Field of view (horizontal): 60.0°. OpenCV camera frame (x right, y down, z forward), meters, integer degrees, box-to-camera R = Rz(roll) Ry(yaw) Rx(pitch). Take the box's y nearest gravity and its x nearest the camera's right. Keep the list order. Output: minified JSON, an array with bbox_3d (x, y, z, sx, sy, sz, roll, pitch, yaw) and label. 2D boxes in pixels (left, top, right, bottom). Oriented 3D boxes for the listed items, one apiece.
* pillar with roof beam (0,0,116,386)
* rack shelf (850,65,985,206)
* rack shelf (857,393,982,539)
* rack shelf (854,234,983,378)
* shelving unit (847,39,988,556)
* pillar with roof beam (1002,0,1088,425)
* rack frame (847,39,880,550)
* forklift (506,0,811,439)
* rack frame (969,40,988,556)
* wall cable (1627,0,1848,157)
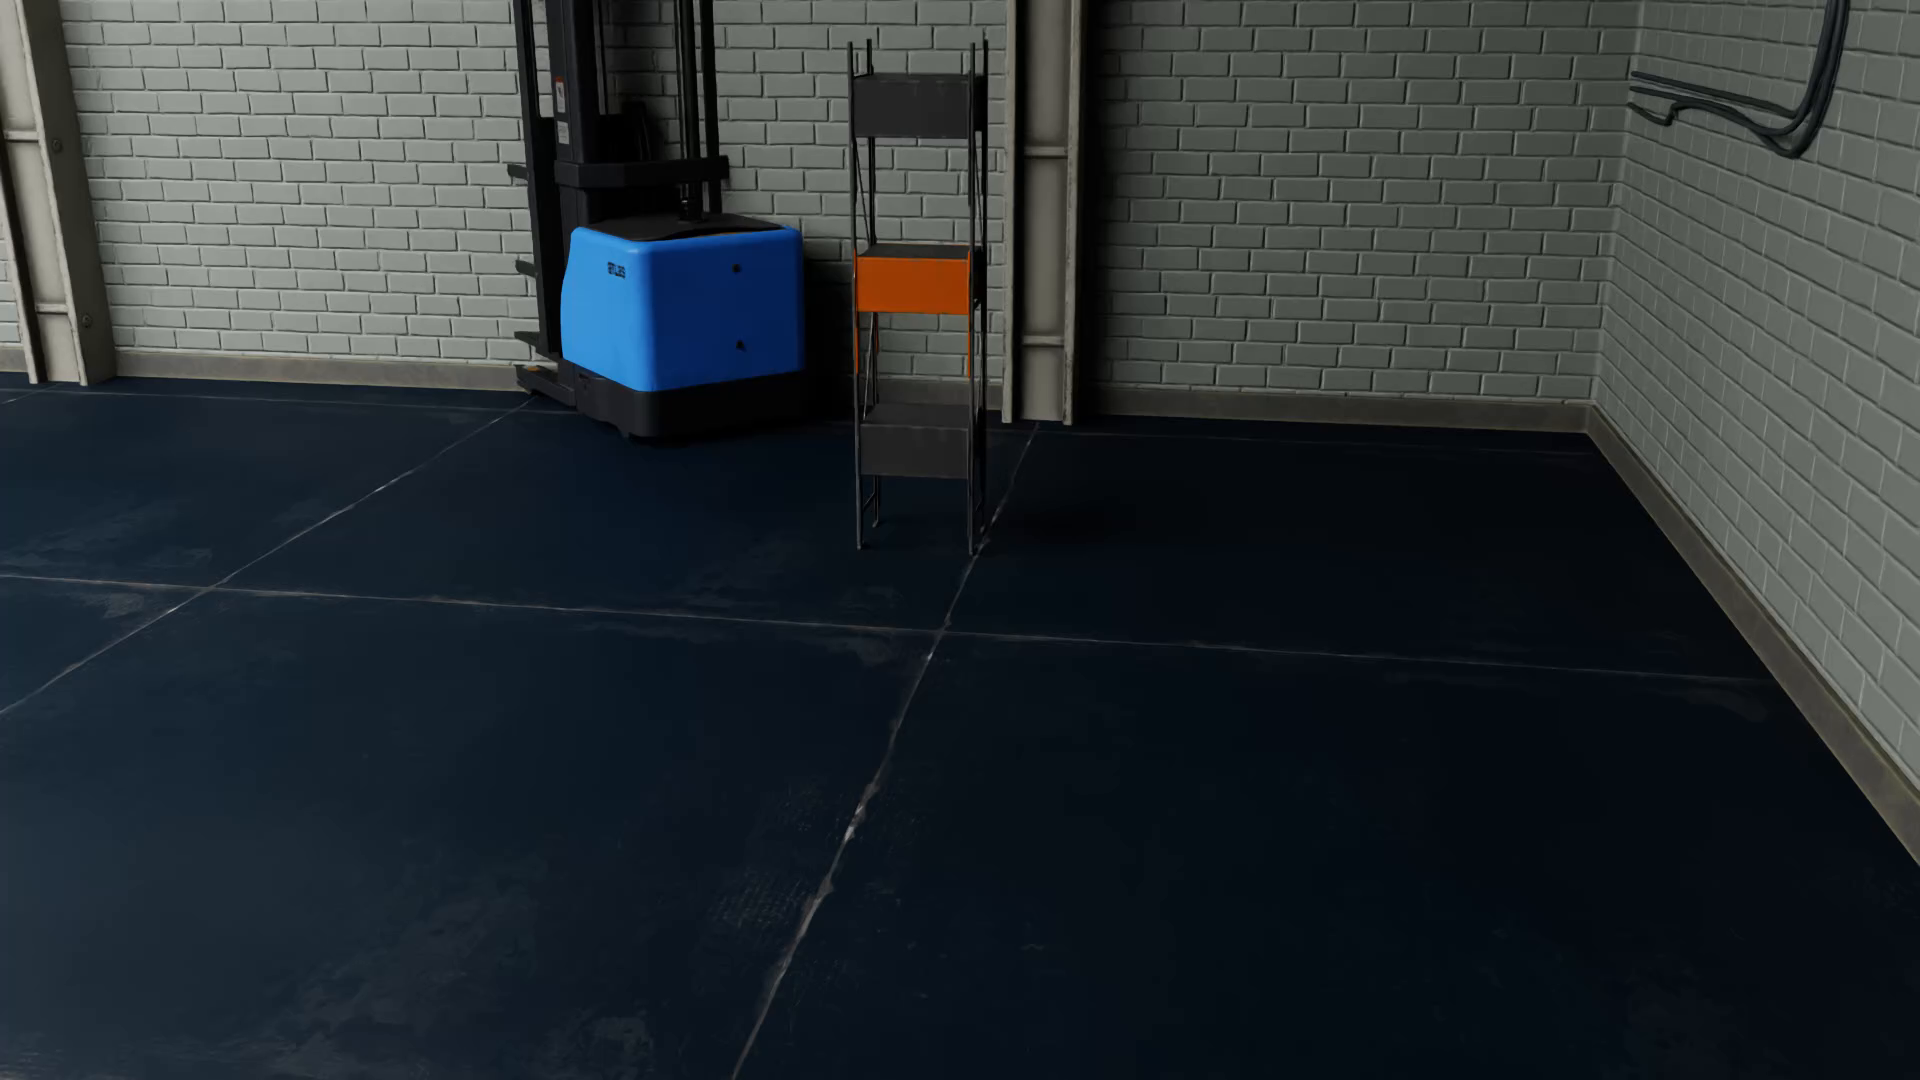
[{"bbox_3d":[-6.152,-3.914,4.819,0.400,9.000,9.100,3,19,9],"label":"pillar with roof beam"},{"bbox_3d":[-0.163,-1.655,6.777,0.480,0.518,0.431,3,19,9],"label":"rack shelf"},{"bbox_3d":[-0.163,-0.327,7.221,0.480,0.518,0.431,3,19,9],"label":"rack shelf"},{"bbox_3d":[-0.163,-0.991,6.999,0.480,0.518,0.431,3,19,9],"label":"rack shelf"},{"bbox_3d":[-0.163,-1.004,6.995,0.503,2.100,0.431,3,19,9],"label":"shelving unit"},{"bbox_3d":[-0.228,-3.612,3.917,0.400,9.000,9.100,3,19,9],"label":"pillar with roof beam"},{"bbox_3d":[-0.404,-1.016,7.032,0.015,2.100,0.400,3,19,9],"label":"rack frame"},{"bbox_3d":[-2.085,-2.333,9.657,1.130,2.935,3.031,-13,22,-33],"label":"forklift"},{"bbox_3d":[0.077,-0.992,6.958,0.015,2.100,0.400,3,19,9],"label":"rack frame"},{"bbox_3d":[3.154,-2.926,6.759,0.112,2.526,3.097,3,19,9],"label":"wall cable"}]
